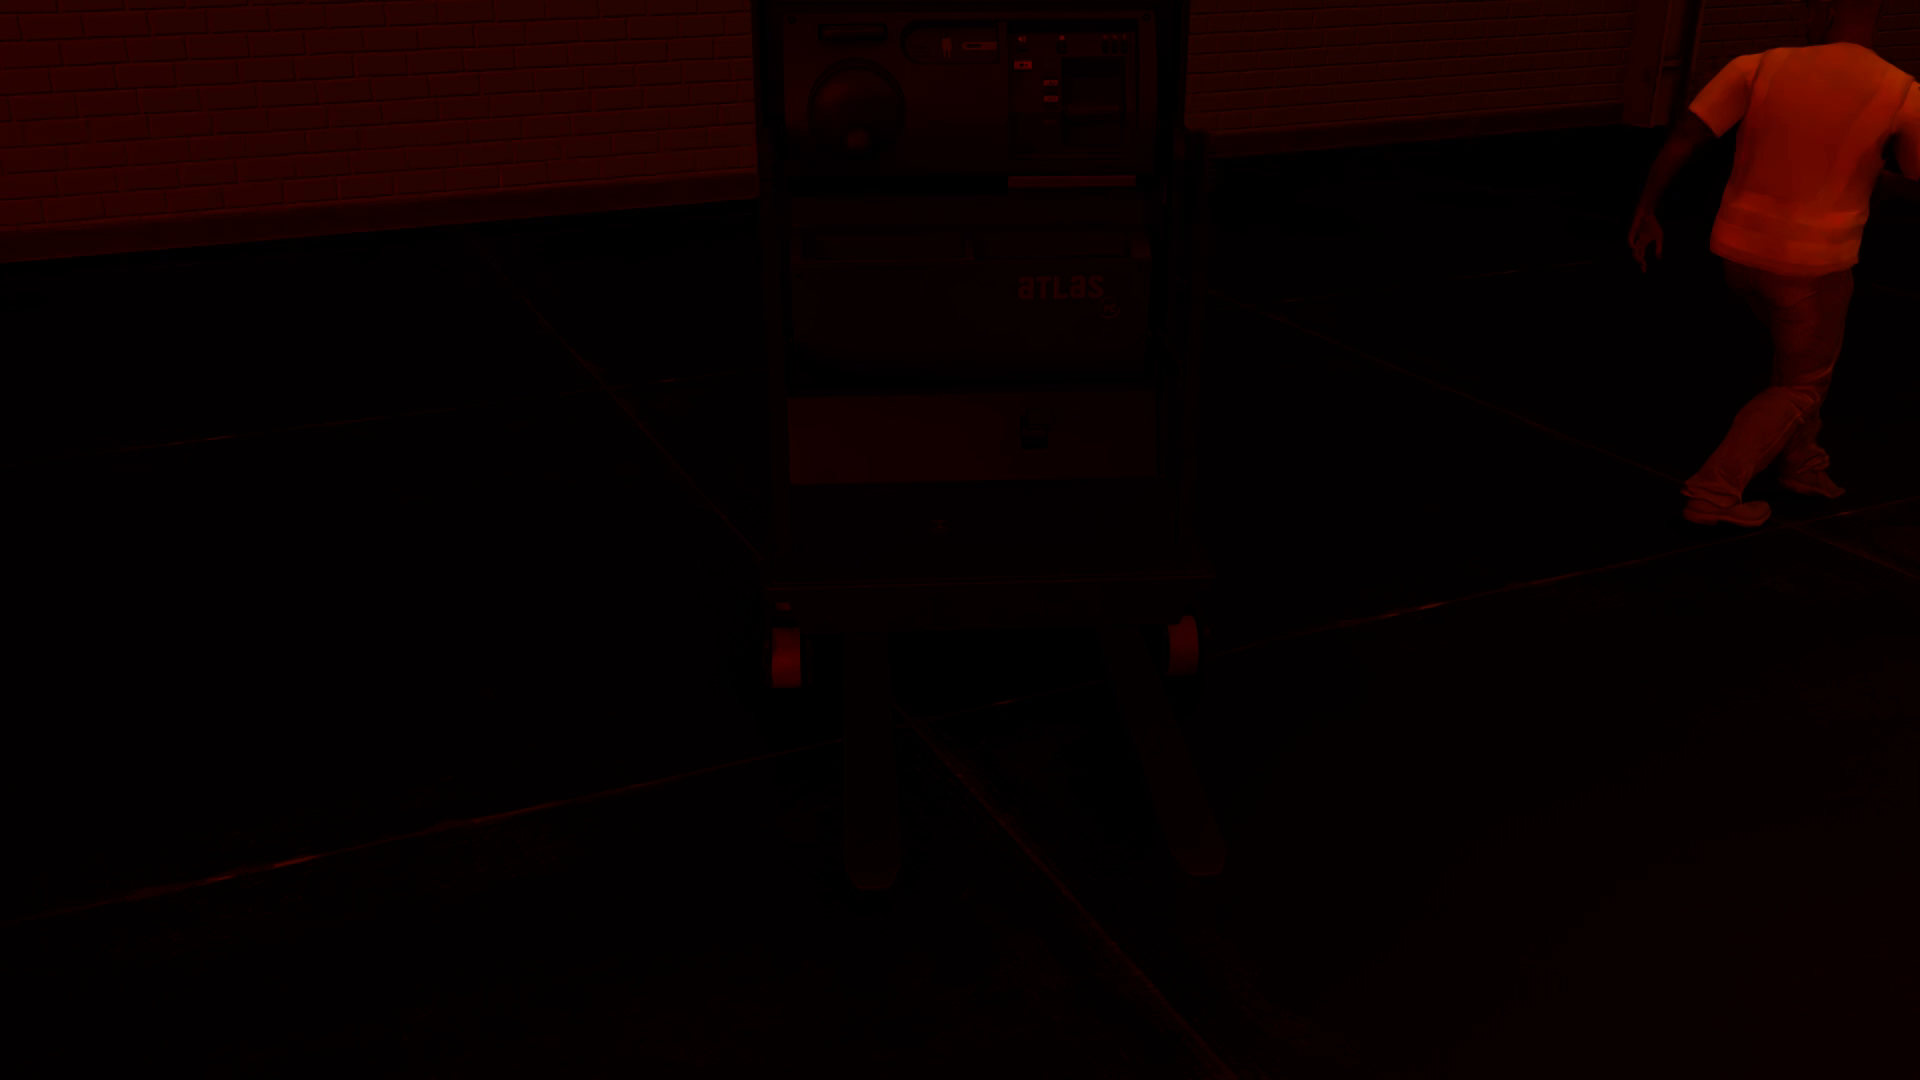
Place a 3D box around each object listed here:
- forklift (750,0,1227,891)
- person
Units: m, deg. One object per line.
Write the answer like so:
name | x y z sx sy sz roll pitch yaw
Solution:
forklift | 0.044 -1.105 3.947 1.130 2.935 3.031 -2 23 -4
person | 2.529 -0.853 5.005 0.936 1.738 0.604 -11 25 -25
